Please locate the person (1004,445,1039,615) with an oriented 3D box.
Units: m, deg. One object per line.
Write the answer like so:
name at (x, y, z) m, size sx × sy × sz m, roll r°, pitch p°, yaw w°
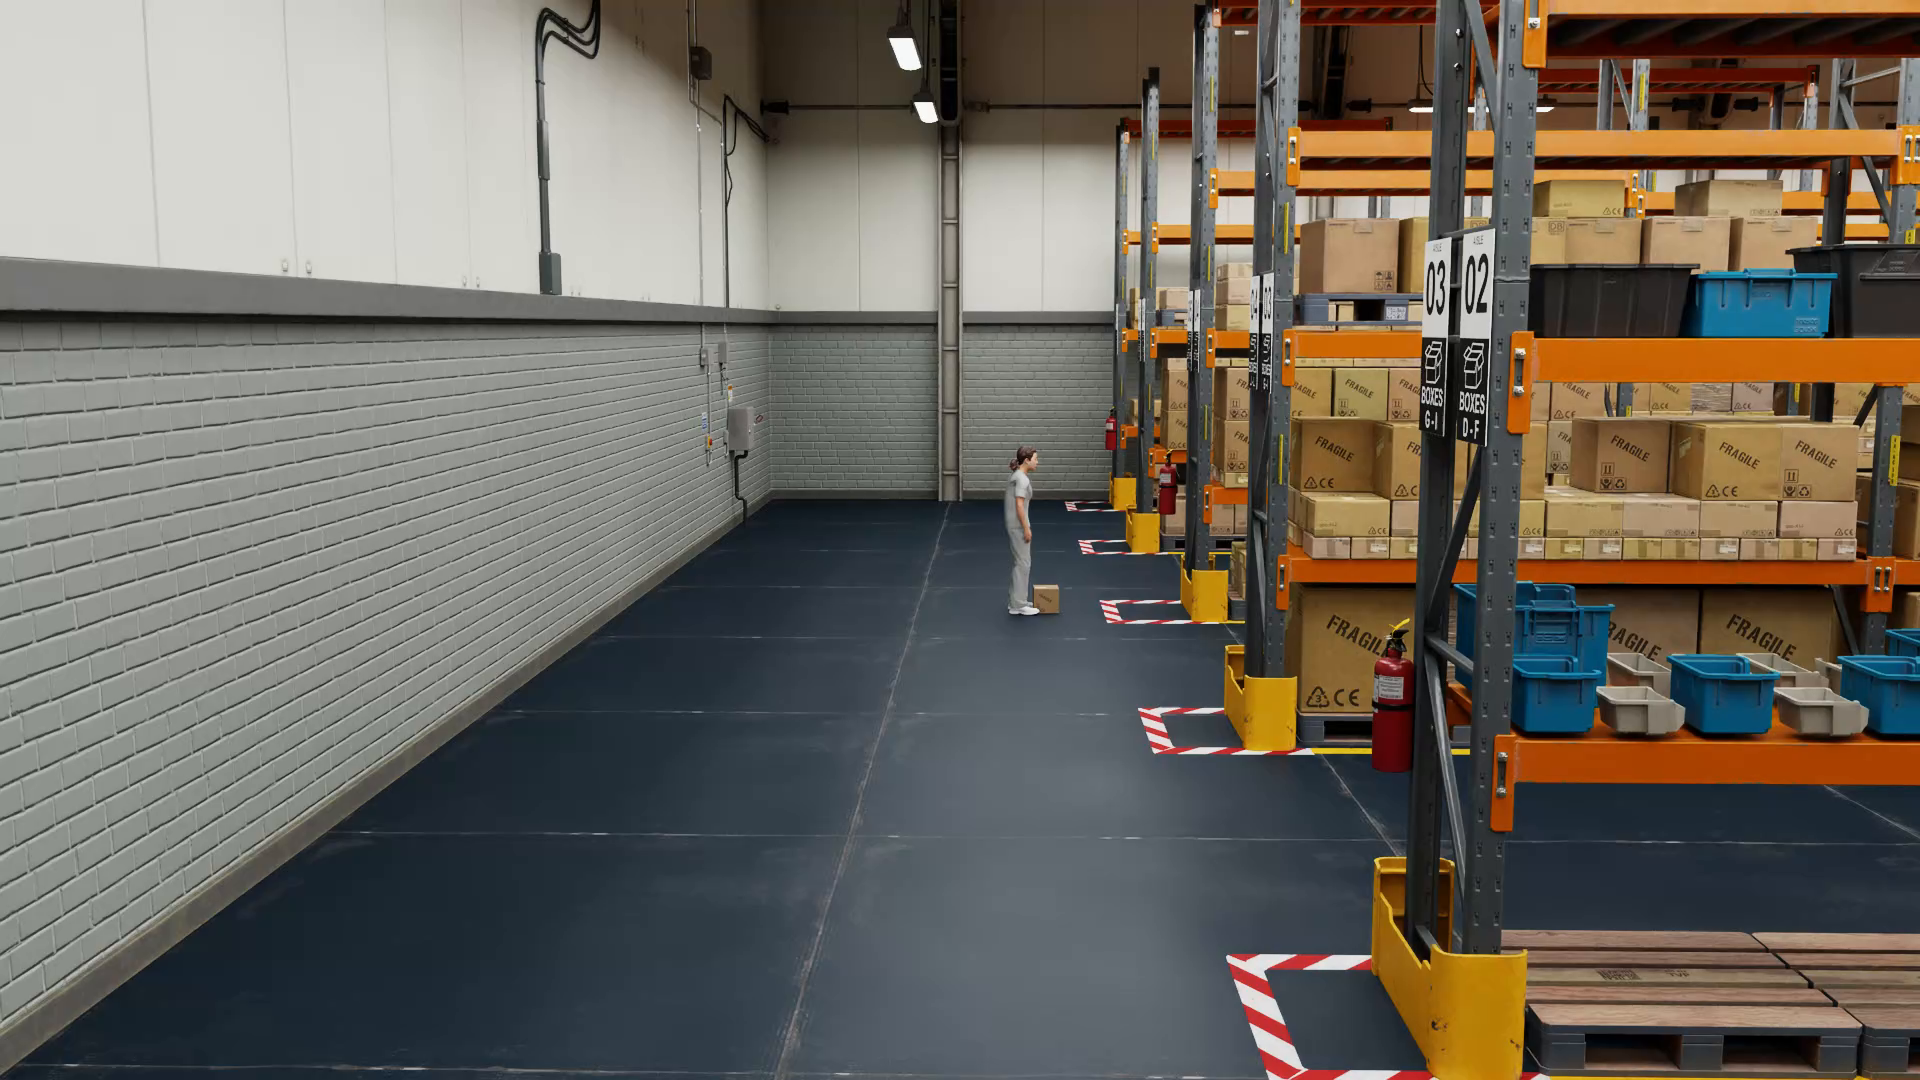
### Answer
person at (0.616, -0.111, 16.646) m, size 0.351 × 1.673 × 0.512 m, roll 0°, pitch 7°, yaw -1°
